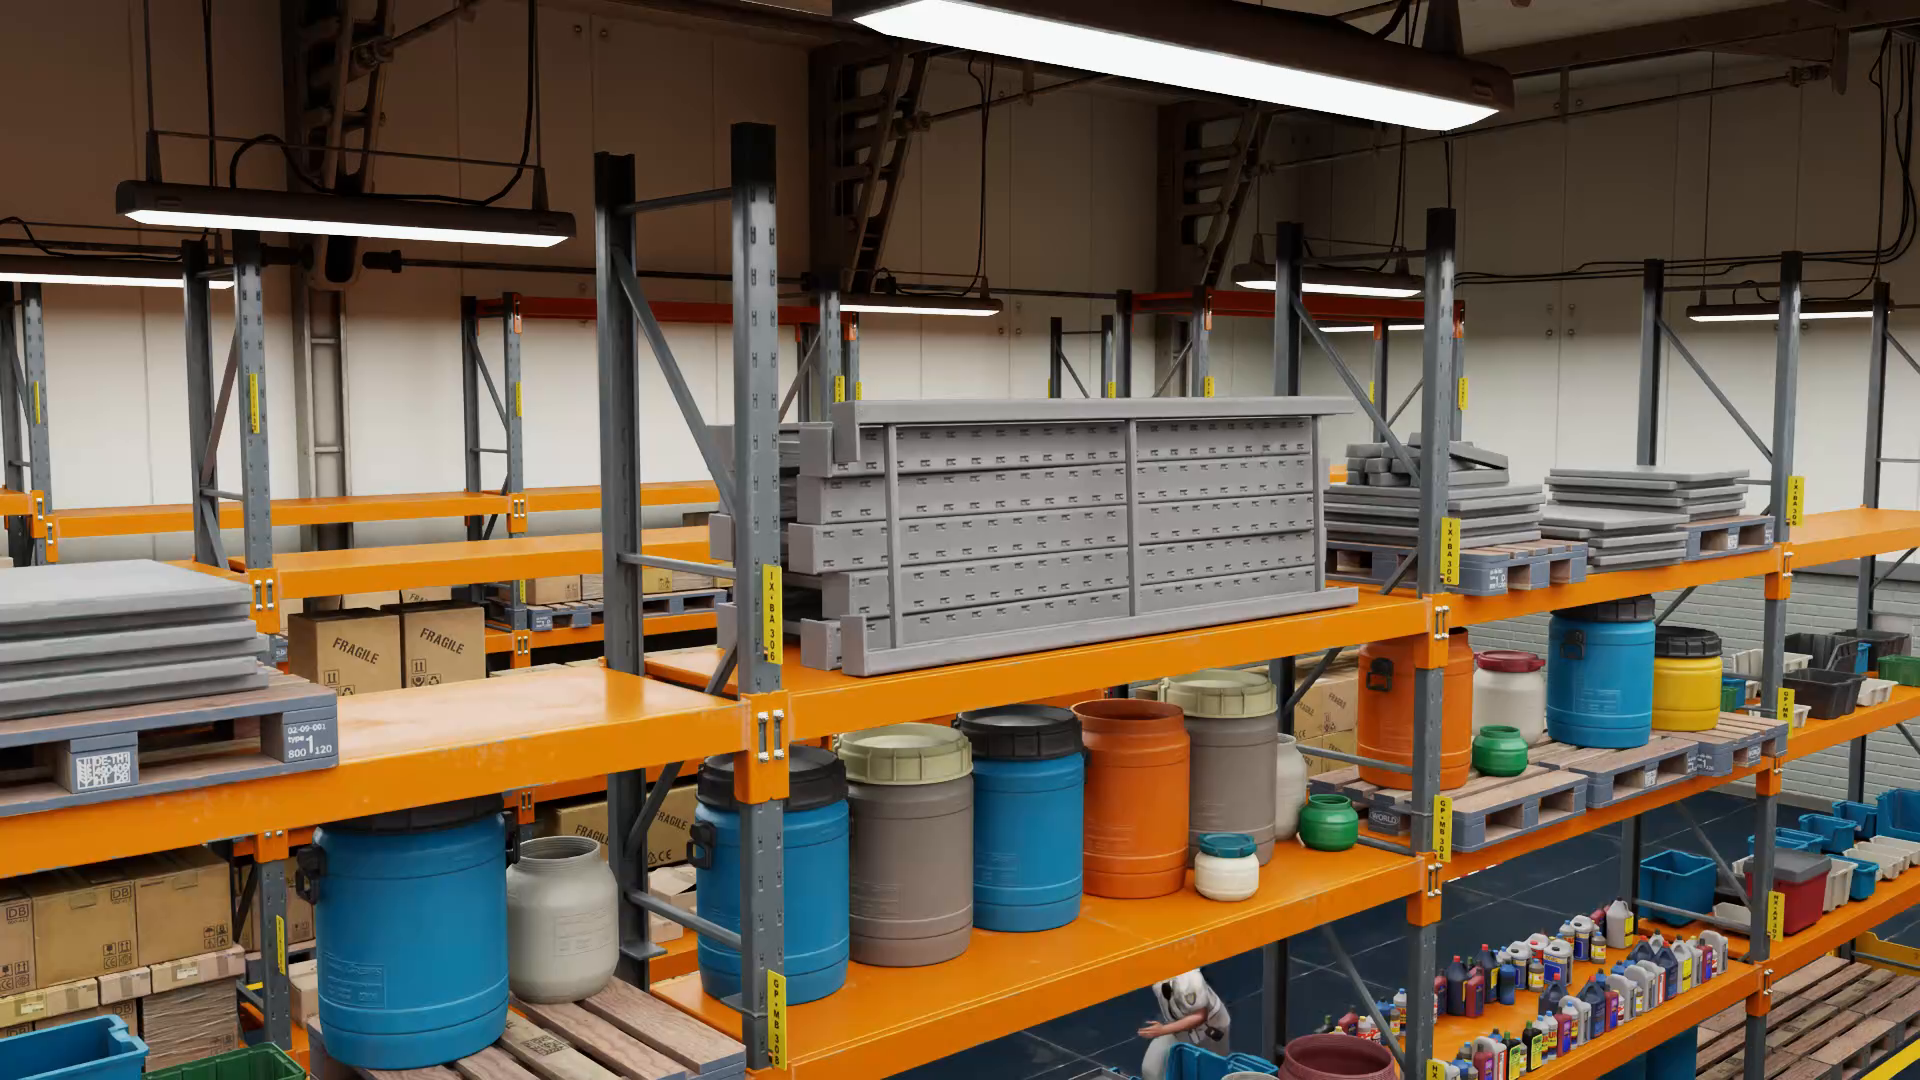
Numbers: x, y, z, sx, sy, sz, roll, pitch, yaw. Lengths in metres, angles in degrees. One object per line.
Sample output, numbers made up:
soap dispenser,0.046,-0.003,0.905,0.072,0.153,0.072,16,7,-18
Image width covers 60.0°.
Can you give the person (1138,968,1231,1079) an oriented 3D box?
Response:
person,1.618,3.306,11.227,1.092,1.591,0.672,-3,6,-30
